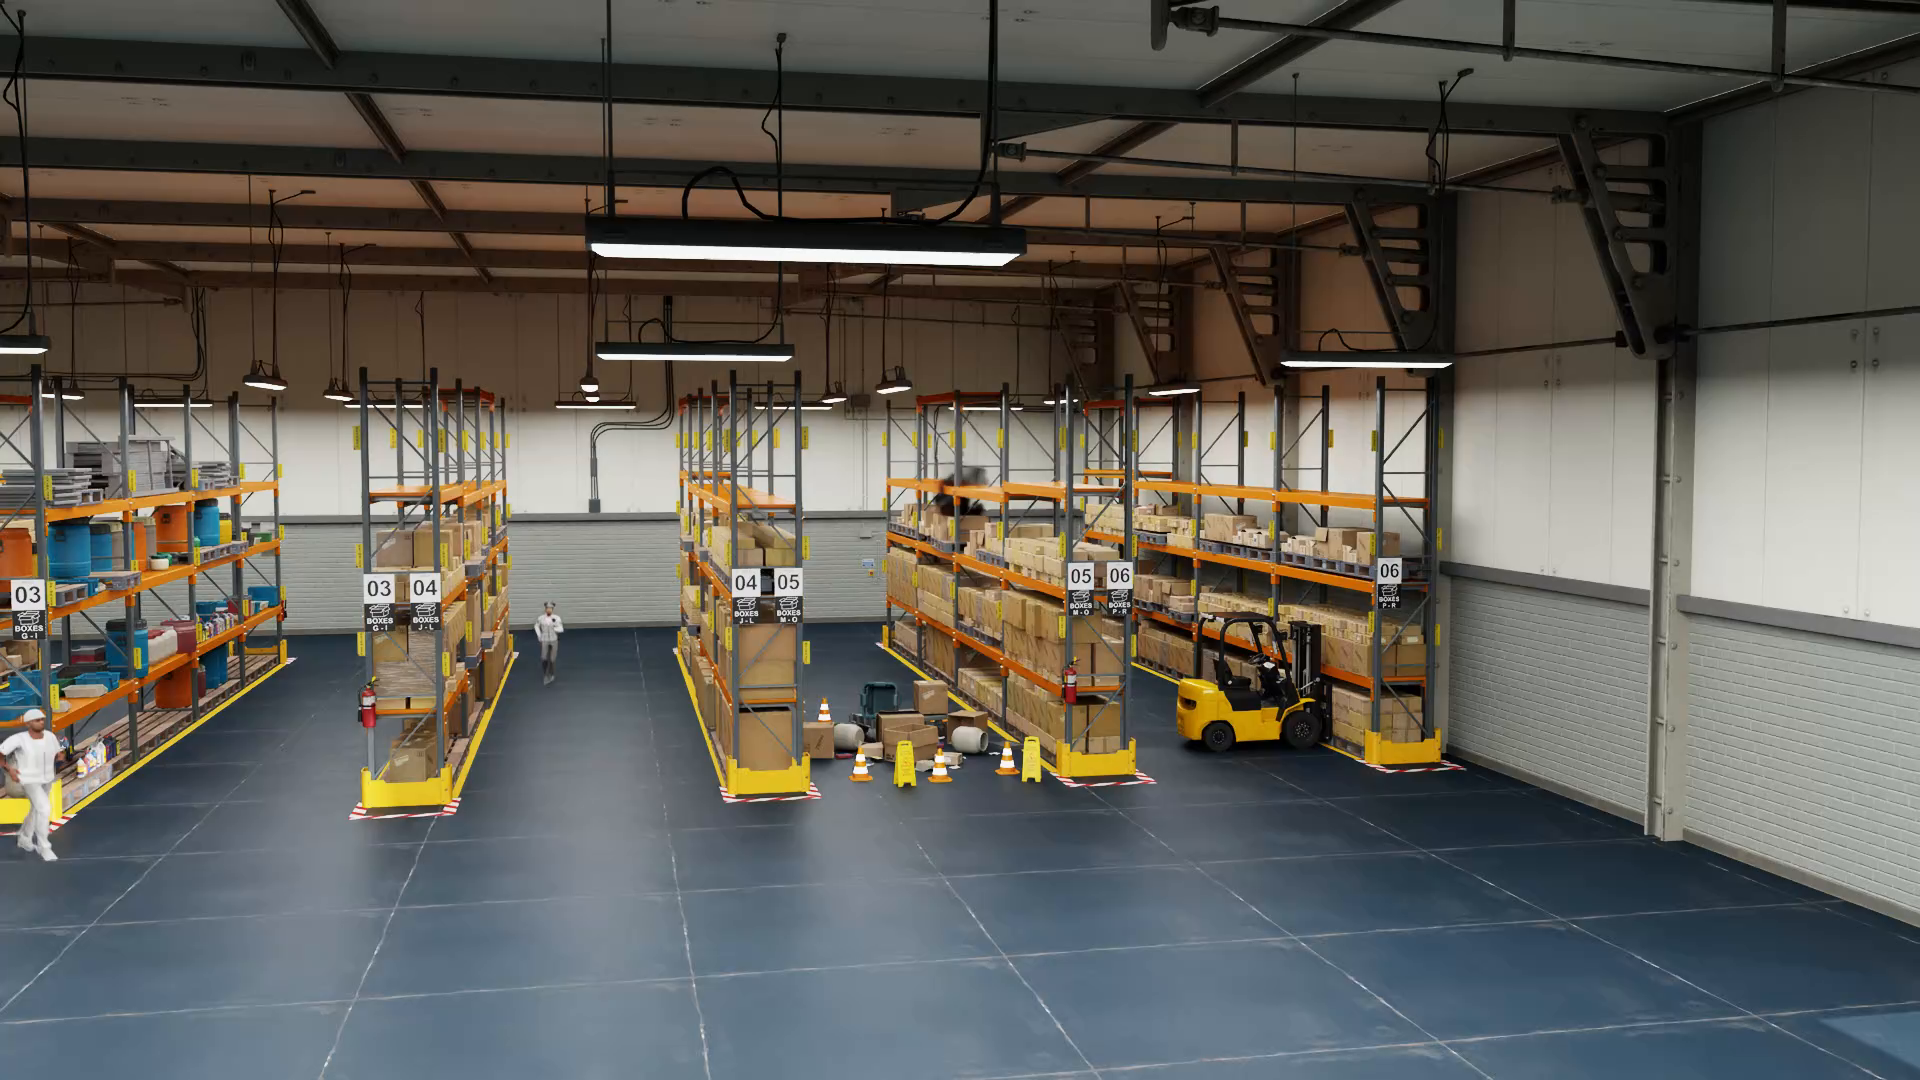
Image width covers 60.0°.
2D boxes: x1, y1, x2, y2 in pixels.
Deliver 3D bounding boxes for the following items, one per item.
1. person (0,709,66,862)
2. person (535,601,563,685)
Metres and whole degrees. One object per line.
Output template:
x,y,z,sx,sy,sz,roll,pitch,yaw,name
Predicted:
-11.082,2.928,19.941,0.737,1.817,0.687,1,4,19,person
-8.469,2.132,34.252,0.591,1.719,0.654,-1,3,-11,person
